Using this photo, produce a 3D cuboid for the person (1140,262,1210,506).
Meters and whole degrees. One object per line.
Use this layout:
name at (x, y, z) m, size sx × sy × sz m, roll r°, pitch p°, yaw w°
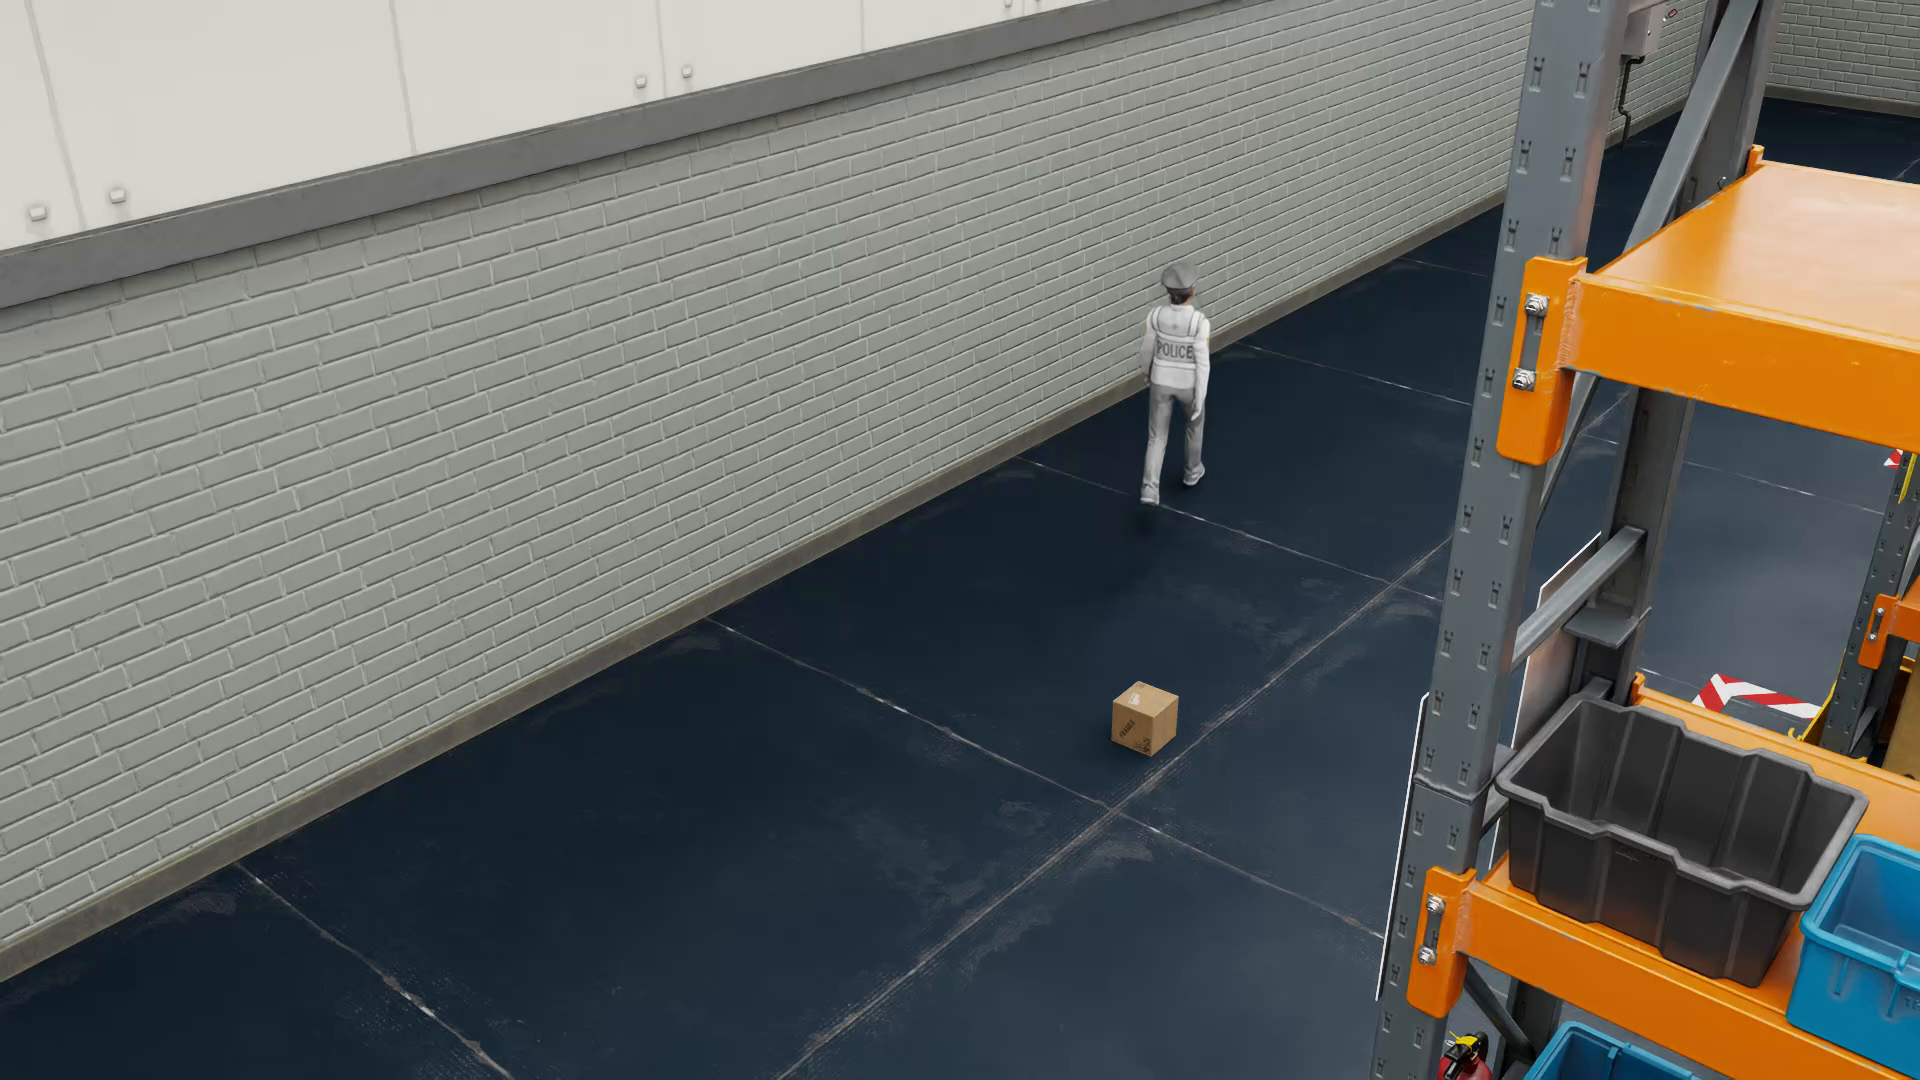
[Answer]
person at (1.417, -1.039, 10.983) m, size 0.491 × 1.643 × 0.938 m, roll 9°, pitch 29°, yaw 17°
